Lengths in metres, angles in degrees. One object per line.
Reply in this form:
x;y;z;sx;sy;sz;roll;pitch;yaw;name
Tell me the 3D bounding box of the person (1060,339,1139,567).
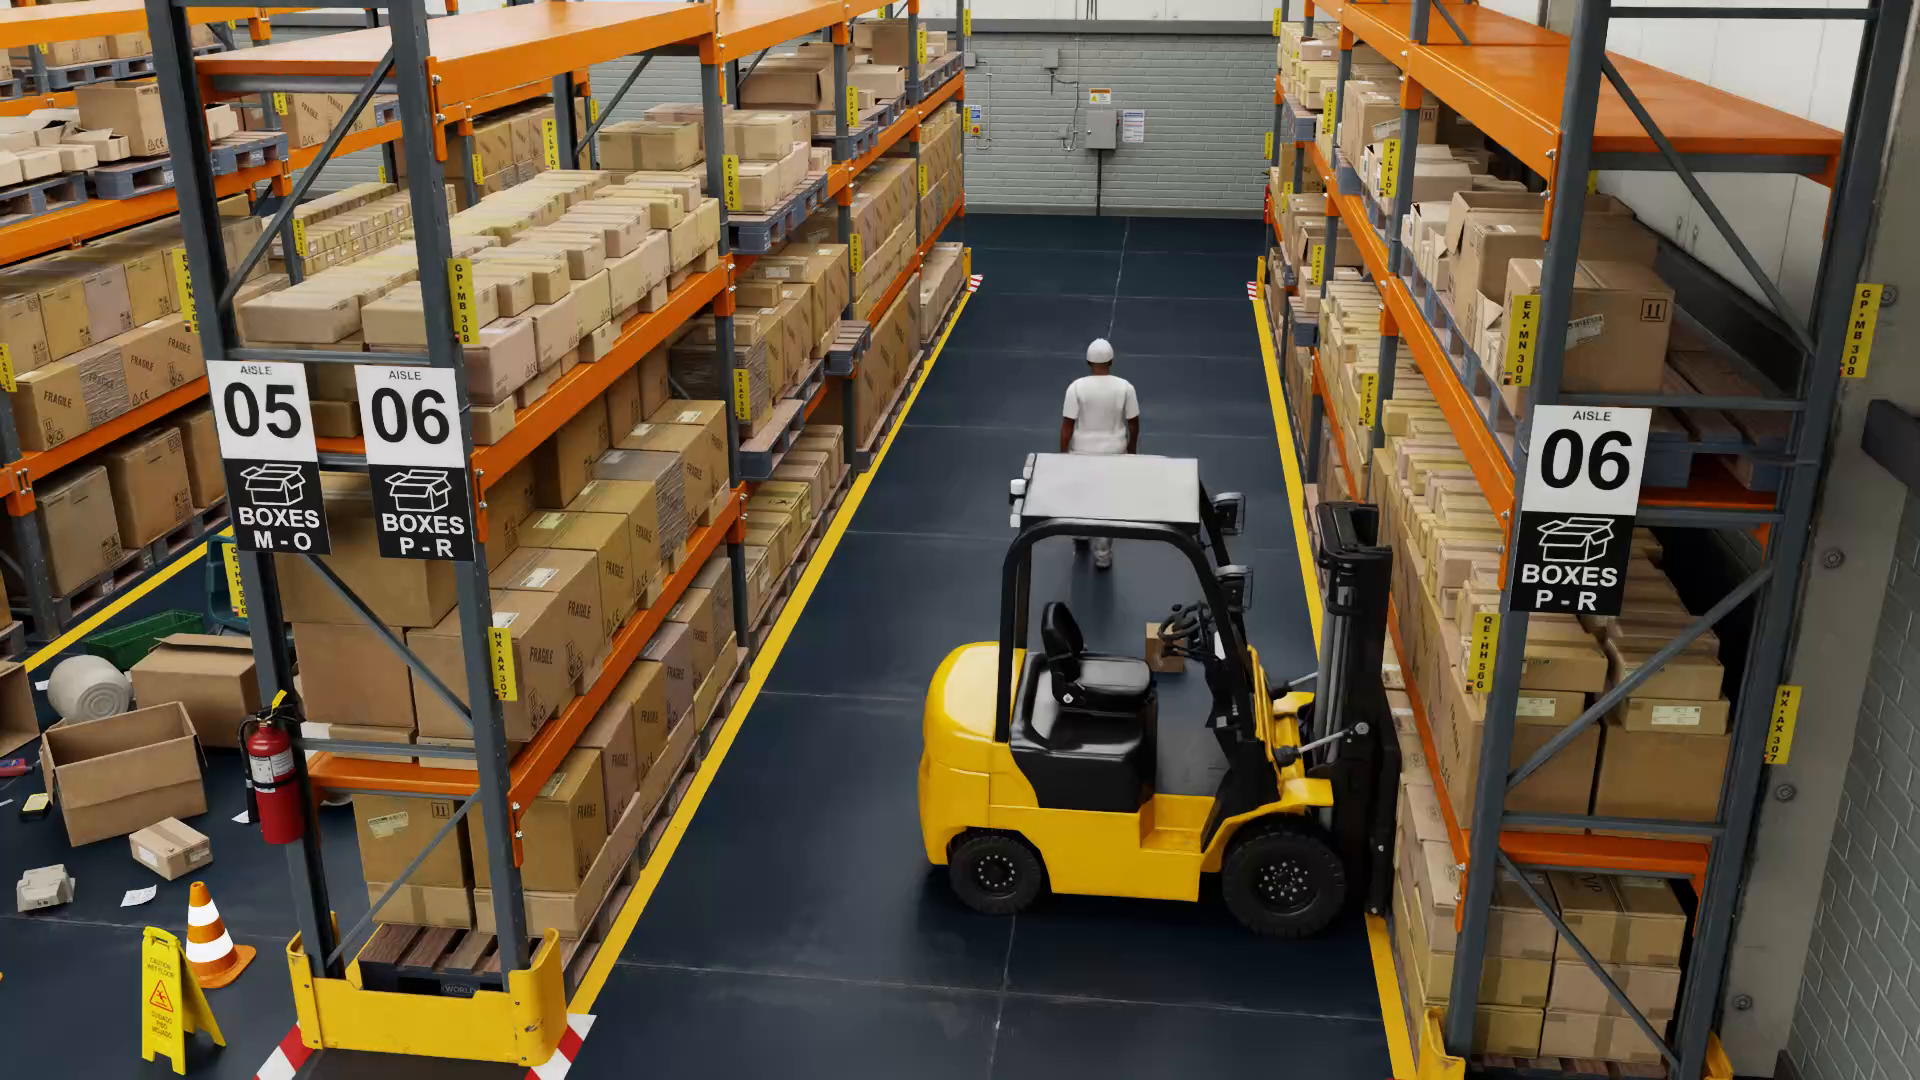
1.079;-0.714;12.896;0.606;1.773;0.826;2;21;5;person
